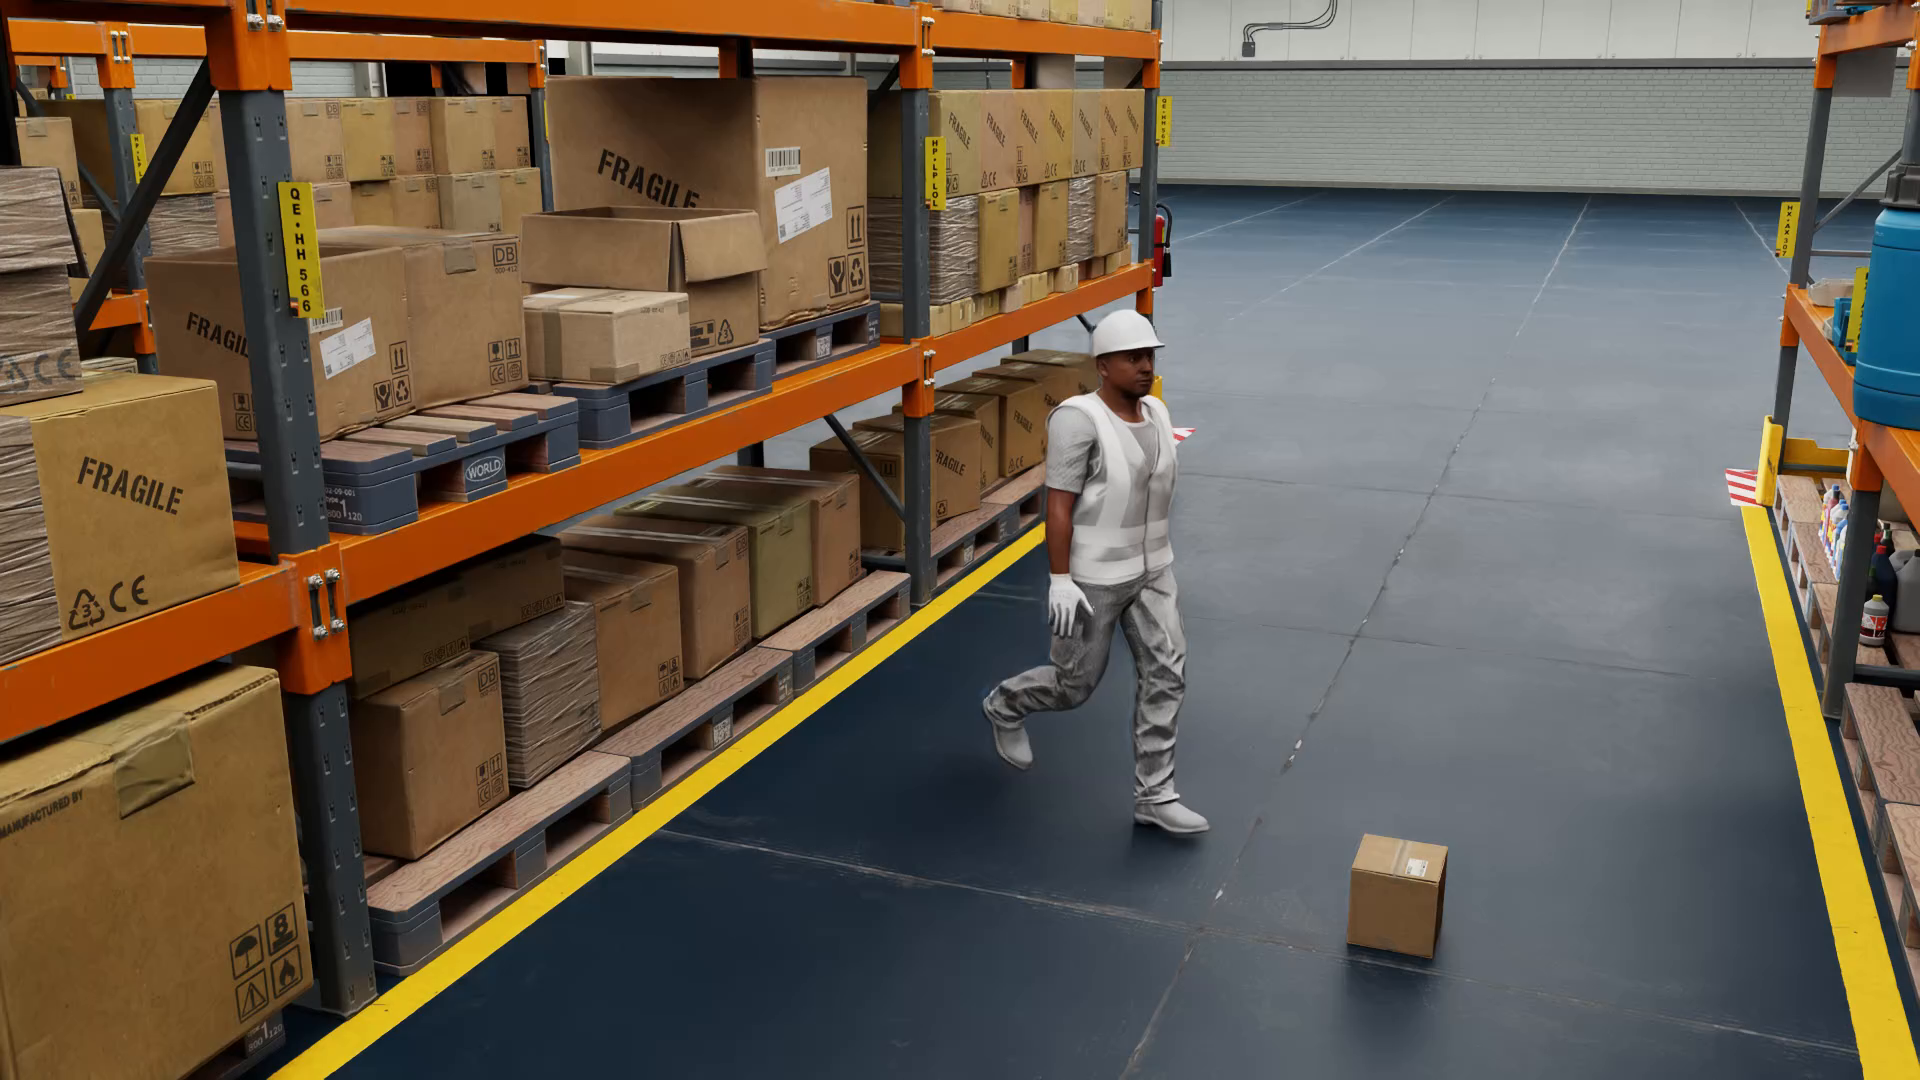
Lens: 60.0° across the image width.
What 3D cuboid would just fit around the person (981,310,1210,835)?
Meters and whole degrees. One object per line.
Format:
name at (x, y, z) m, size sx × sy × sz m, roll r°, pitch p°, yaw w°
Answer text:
person at (0.473, 0.089, 5.666) m, size 0.591 × 1.752 × 0.958 m, roll -12°, pitch 19°, yaw -37°
